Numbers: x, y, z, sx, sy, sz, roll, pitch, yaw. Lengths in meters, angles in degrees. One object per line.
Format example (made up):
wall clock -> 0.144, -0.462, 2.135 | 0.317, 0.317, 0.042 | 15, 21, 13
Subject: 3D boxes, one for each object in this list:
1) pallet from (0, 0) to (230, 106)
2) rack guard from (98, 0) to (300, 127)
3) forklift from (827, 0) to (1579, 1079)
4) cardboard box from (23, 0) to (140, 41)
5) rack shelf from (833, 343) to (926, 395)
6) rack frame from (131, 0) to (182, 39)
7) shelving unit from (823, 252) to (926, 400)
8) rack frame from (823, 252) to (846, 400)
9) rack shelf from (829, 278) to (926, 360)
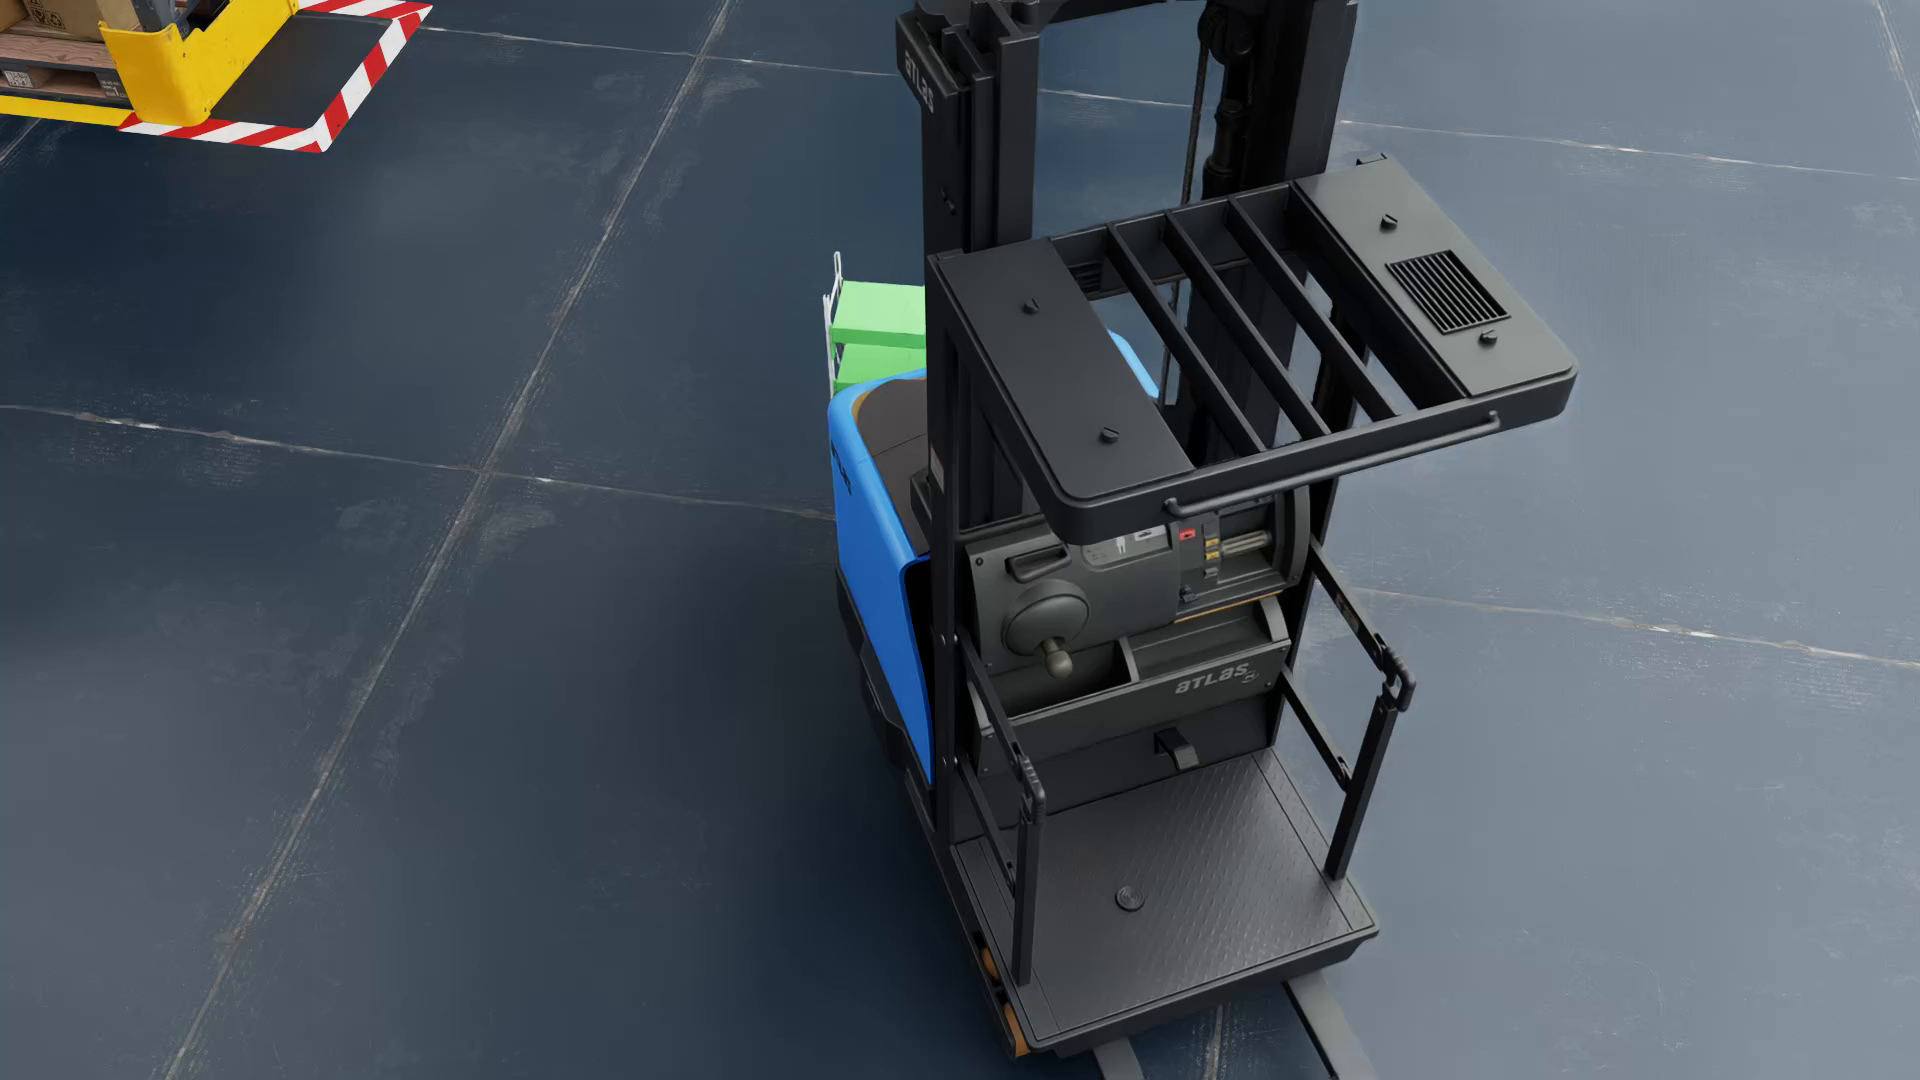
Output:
pallet -> -4.541, -2.645, 8.484 | 1.213, 0.211, 1.003 | 8, 49, 7
rack guard -> -3.748, -2.608, 8.257 | 0.348, 0.500, 1.175 | 8, 49, 7
forklift -> 0.544, 0.177, 4.121 | 1.130, 2.935, 3.031 | -15, 50, -13
cardboard box -> -4.285, -2.833, 8.177 | 0.500, 0.500, 0.500 | 16, 50, 14
rack shelf -> -0.176, -0.559, 5.709 | 0.480, 0.148, 0.258 | 5, 48, 4
rack frame -> -3.673, -3.433, 7.318 | 0.127, 3.000, 1.000 | 8, 49, 7
shelving unit -> -0.176, -0.441, 5.840 | 0.503, 1.200, 0.258 | 5, 48, 4
rack frame -> -0.418, -0.462, 5.858 | 0.015, 1.200, 0.240 | 5, 48, 4
rack shelf -> -0.176, -0.719, 5.530 | 0.480, 0.148, 0.258 | 5, 48, 4
